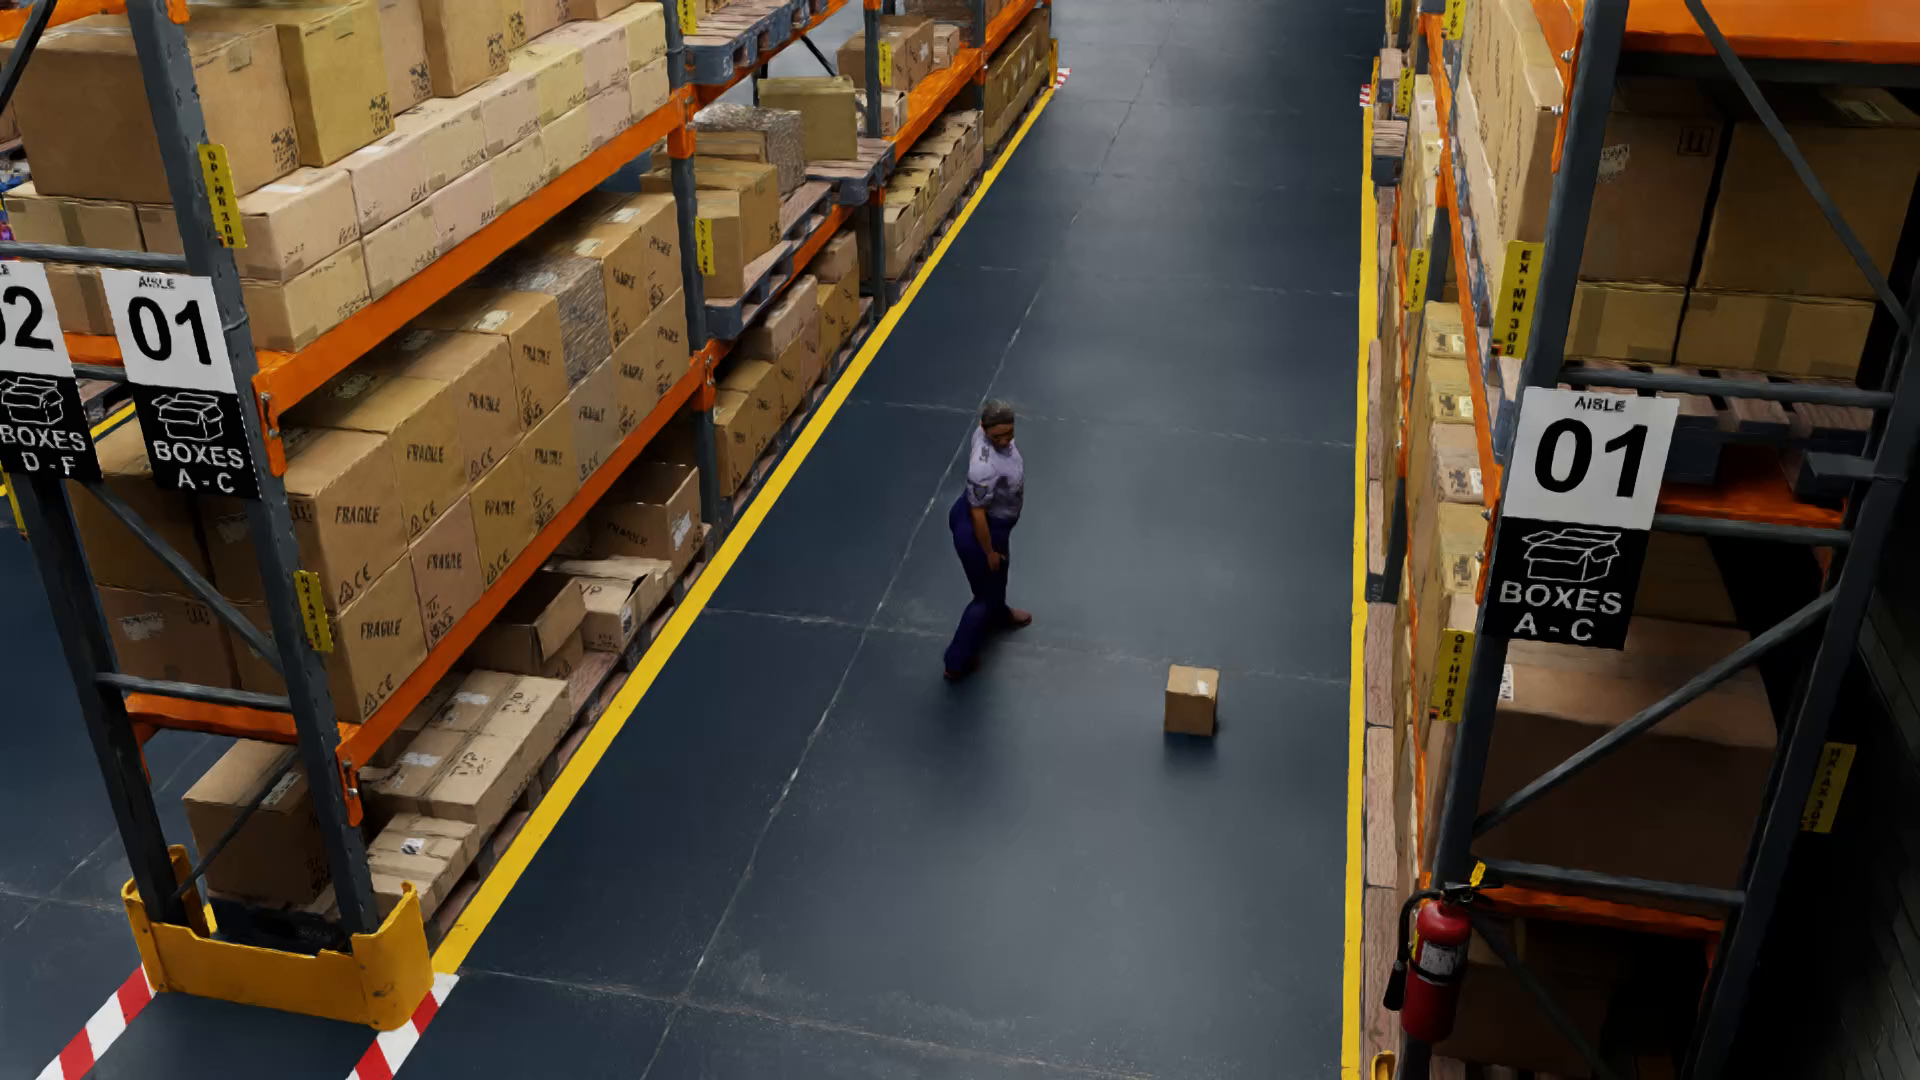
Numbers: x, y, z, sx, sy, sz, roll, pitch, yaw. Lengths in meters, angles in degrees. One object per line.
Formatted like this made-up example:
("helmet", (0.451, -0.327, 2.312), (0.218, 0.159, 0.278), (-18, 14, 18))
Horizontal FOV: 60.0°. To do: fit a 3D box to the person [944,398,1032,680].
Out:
("person", (0.161, -0.078, 8.824), (0.586, 1.615, 0.655), (-5, 29, -8))
